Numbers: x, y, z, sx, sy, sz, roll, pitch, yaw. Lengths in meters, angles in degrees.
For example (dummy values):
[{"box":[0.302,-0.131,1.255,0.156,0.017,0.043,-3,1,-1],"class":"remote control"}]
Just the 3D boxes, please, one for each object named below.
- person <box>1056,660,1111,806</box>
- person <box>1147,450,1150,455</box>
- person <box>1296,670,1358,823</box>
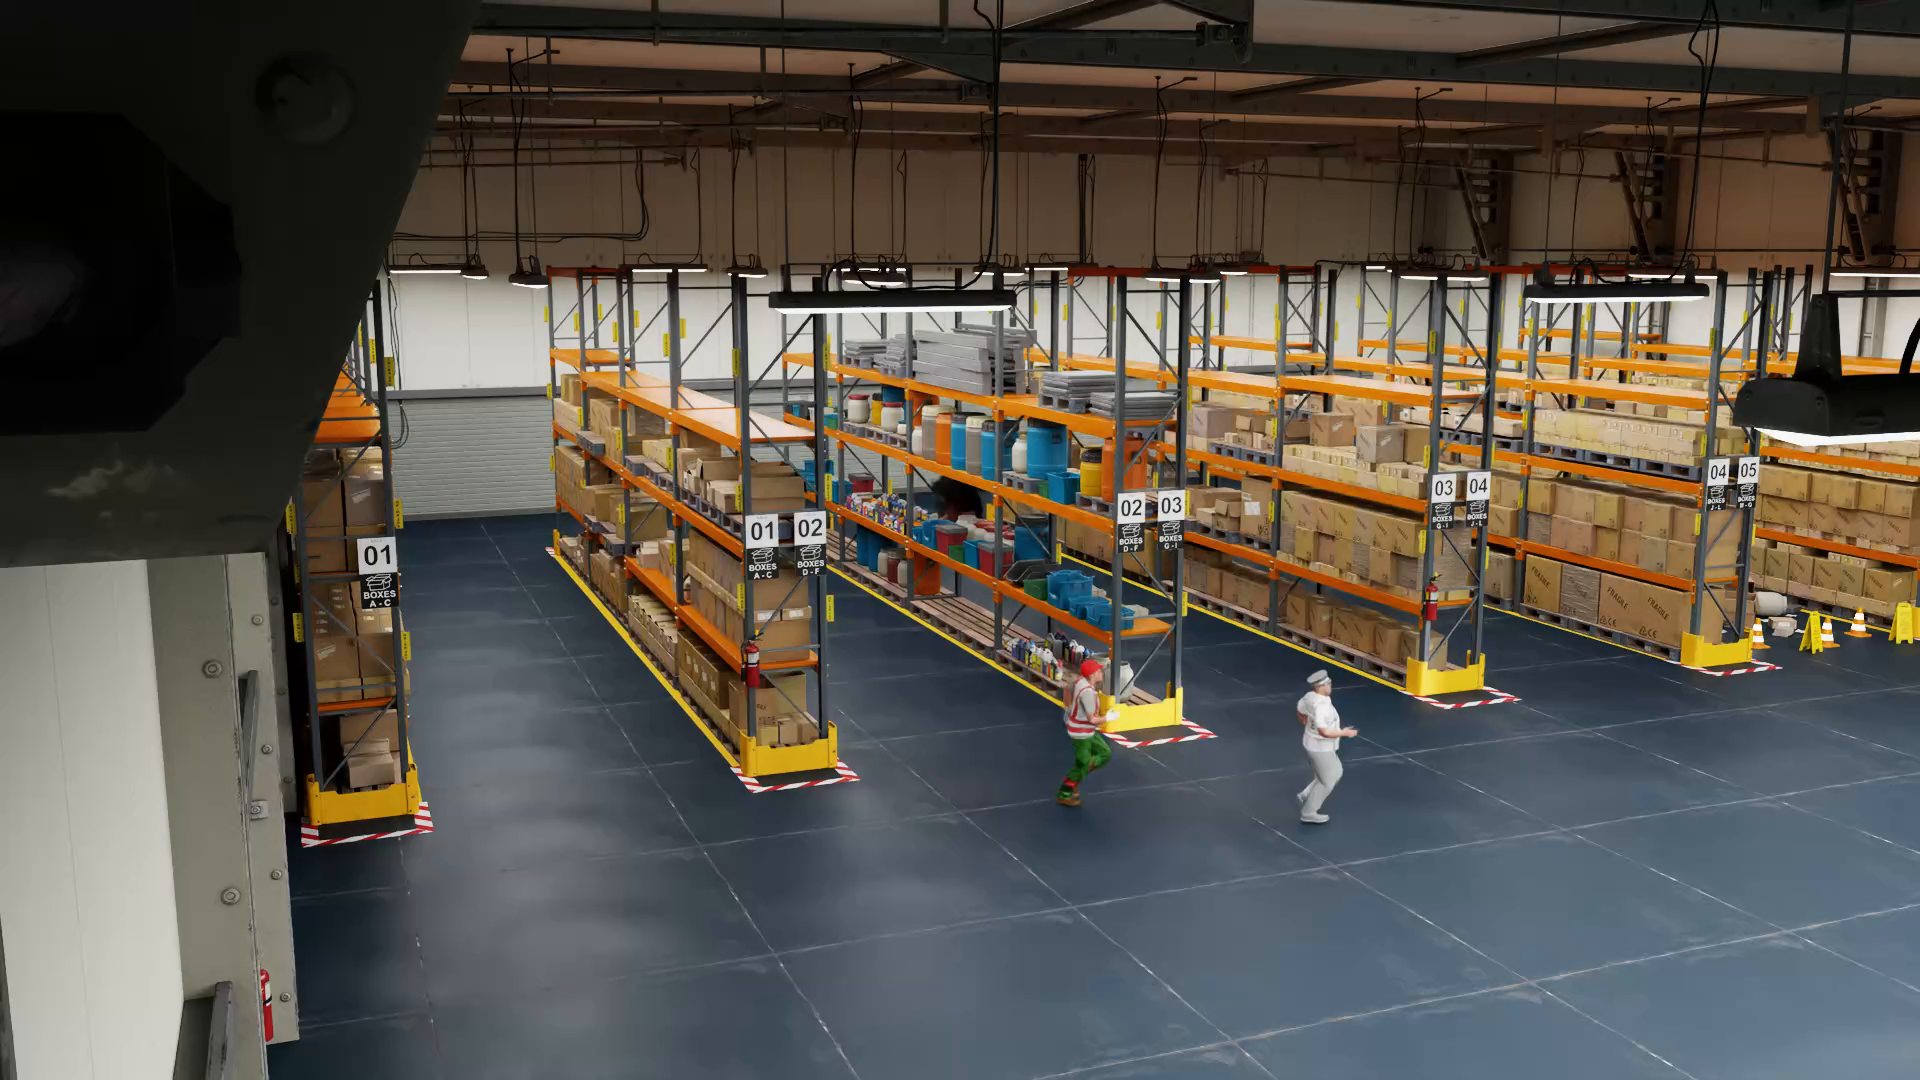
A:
[{"box":[1.424,2.198,18.985,0.628,1.727,0.707,0,10,1],"class":"person"},{"box":[4.380,-1.306,39.472,0.666,1.669,0.705,1,10,8],"class":"person"},{"box":[4.078,2.286,18.483,0.602,1.744,0.650,0,10,-1],"class":"person"}]
